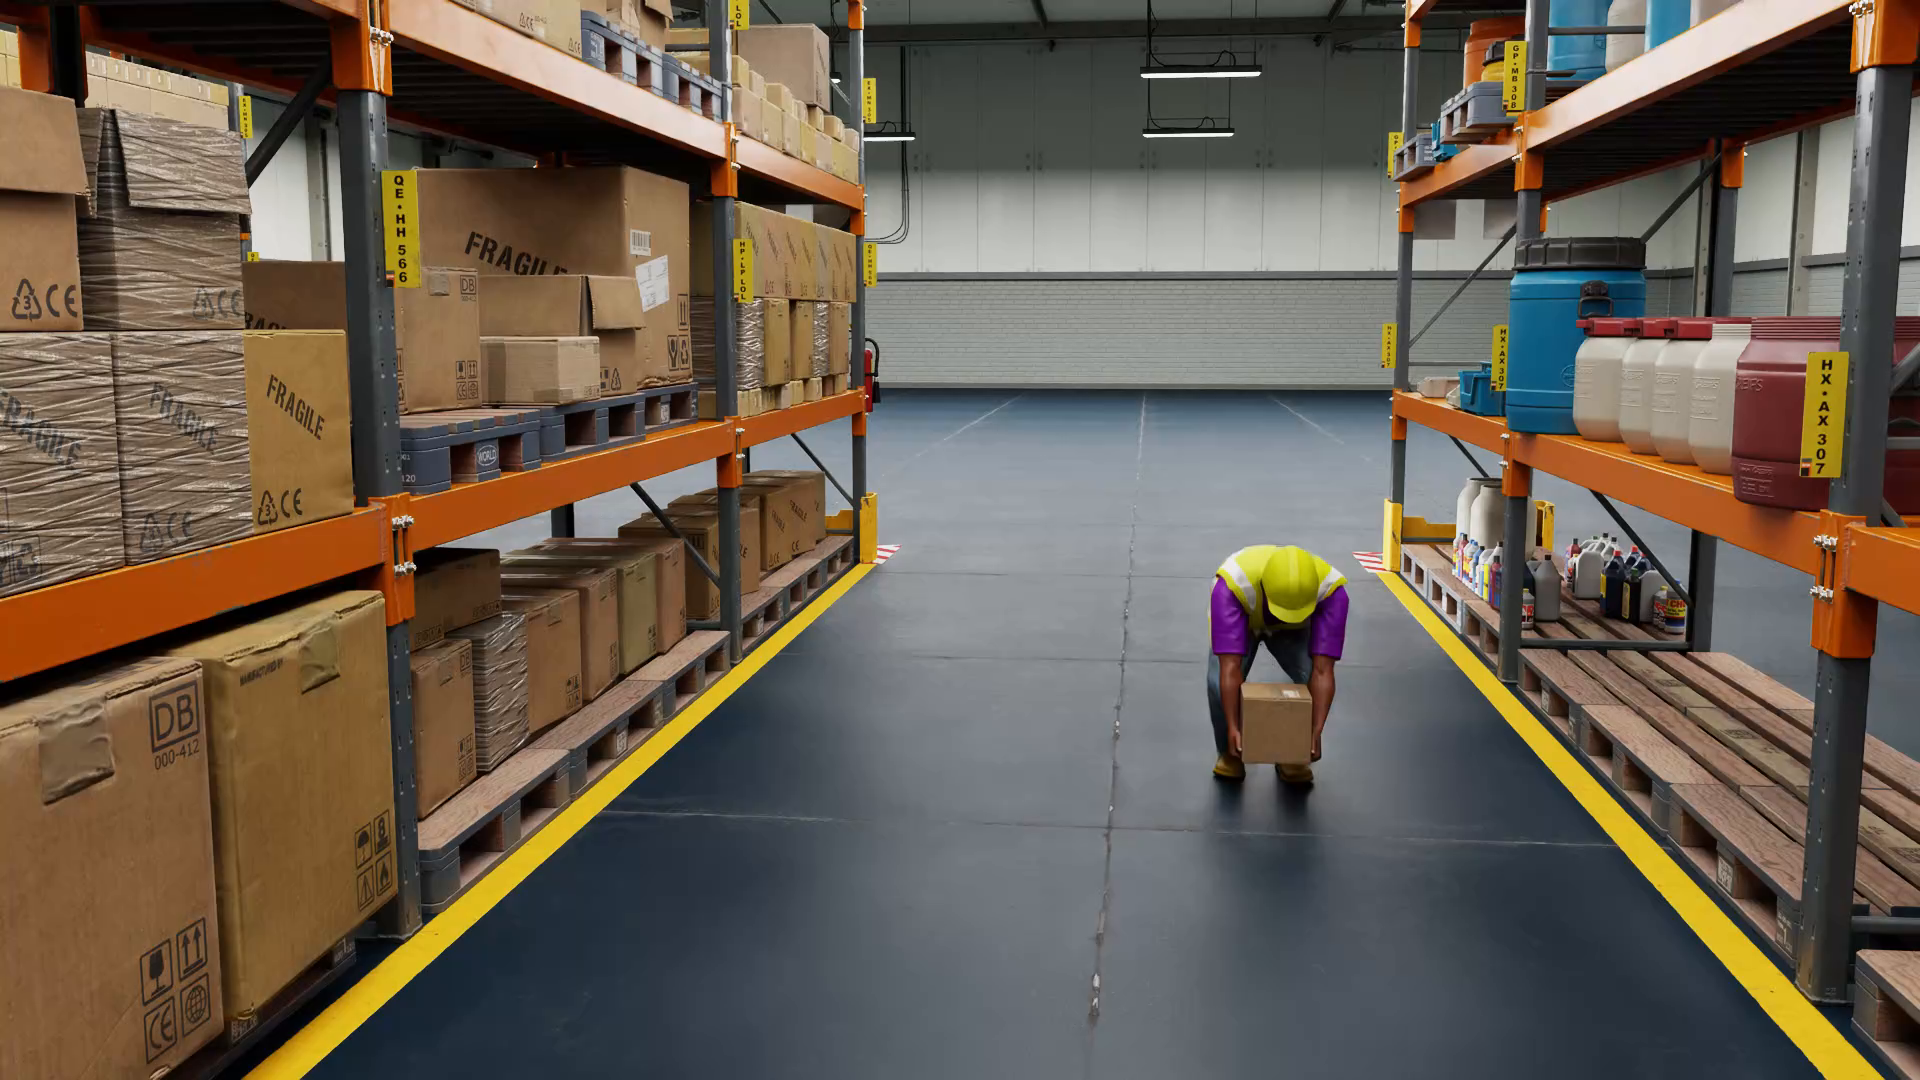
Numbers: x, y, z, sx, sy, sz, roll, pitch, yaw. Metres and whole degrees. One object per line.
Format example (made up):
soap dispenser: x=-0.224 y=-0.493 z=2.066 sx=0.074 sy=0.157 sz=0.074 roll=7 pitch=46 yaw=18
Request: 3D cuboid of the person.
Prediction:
person: x=1.236 y=0.472 z=6.536 sx=0.526 sy=1.007 sz=0.947 roll=1 pitch=8 yaw=4
